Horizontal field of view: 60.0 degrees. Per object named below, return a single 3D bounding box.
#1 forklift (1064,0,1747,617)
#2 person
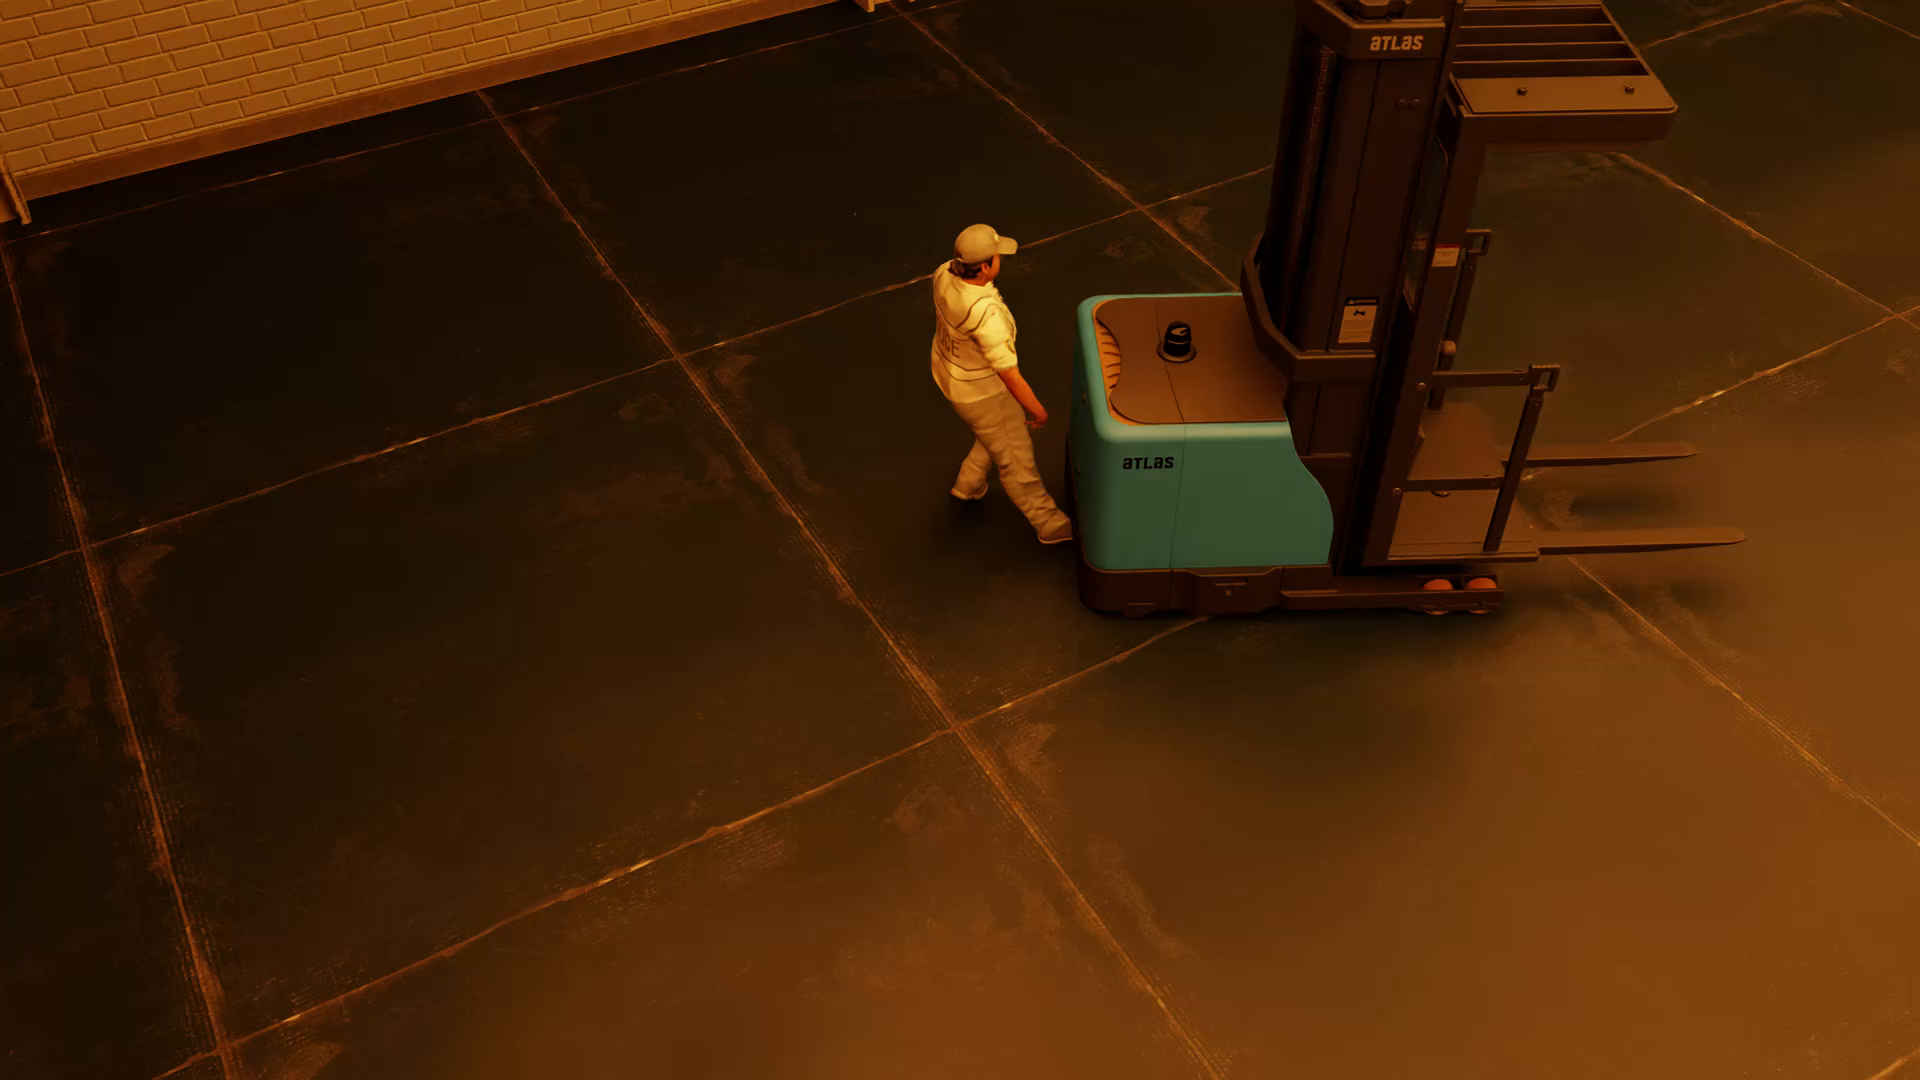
[{"bbox_3d":[2.039,-1.099,6.883,3.031,2.935,1.130,-2,43,-2],"label":"forklift"},{"bbox_3d":[0.246,-0.740,7.477,0.670,1.593,0.678,-14,45,-14],"label":"person"}]
